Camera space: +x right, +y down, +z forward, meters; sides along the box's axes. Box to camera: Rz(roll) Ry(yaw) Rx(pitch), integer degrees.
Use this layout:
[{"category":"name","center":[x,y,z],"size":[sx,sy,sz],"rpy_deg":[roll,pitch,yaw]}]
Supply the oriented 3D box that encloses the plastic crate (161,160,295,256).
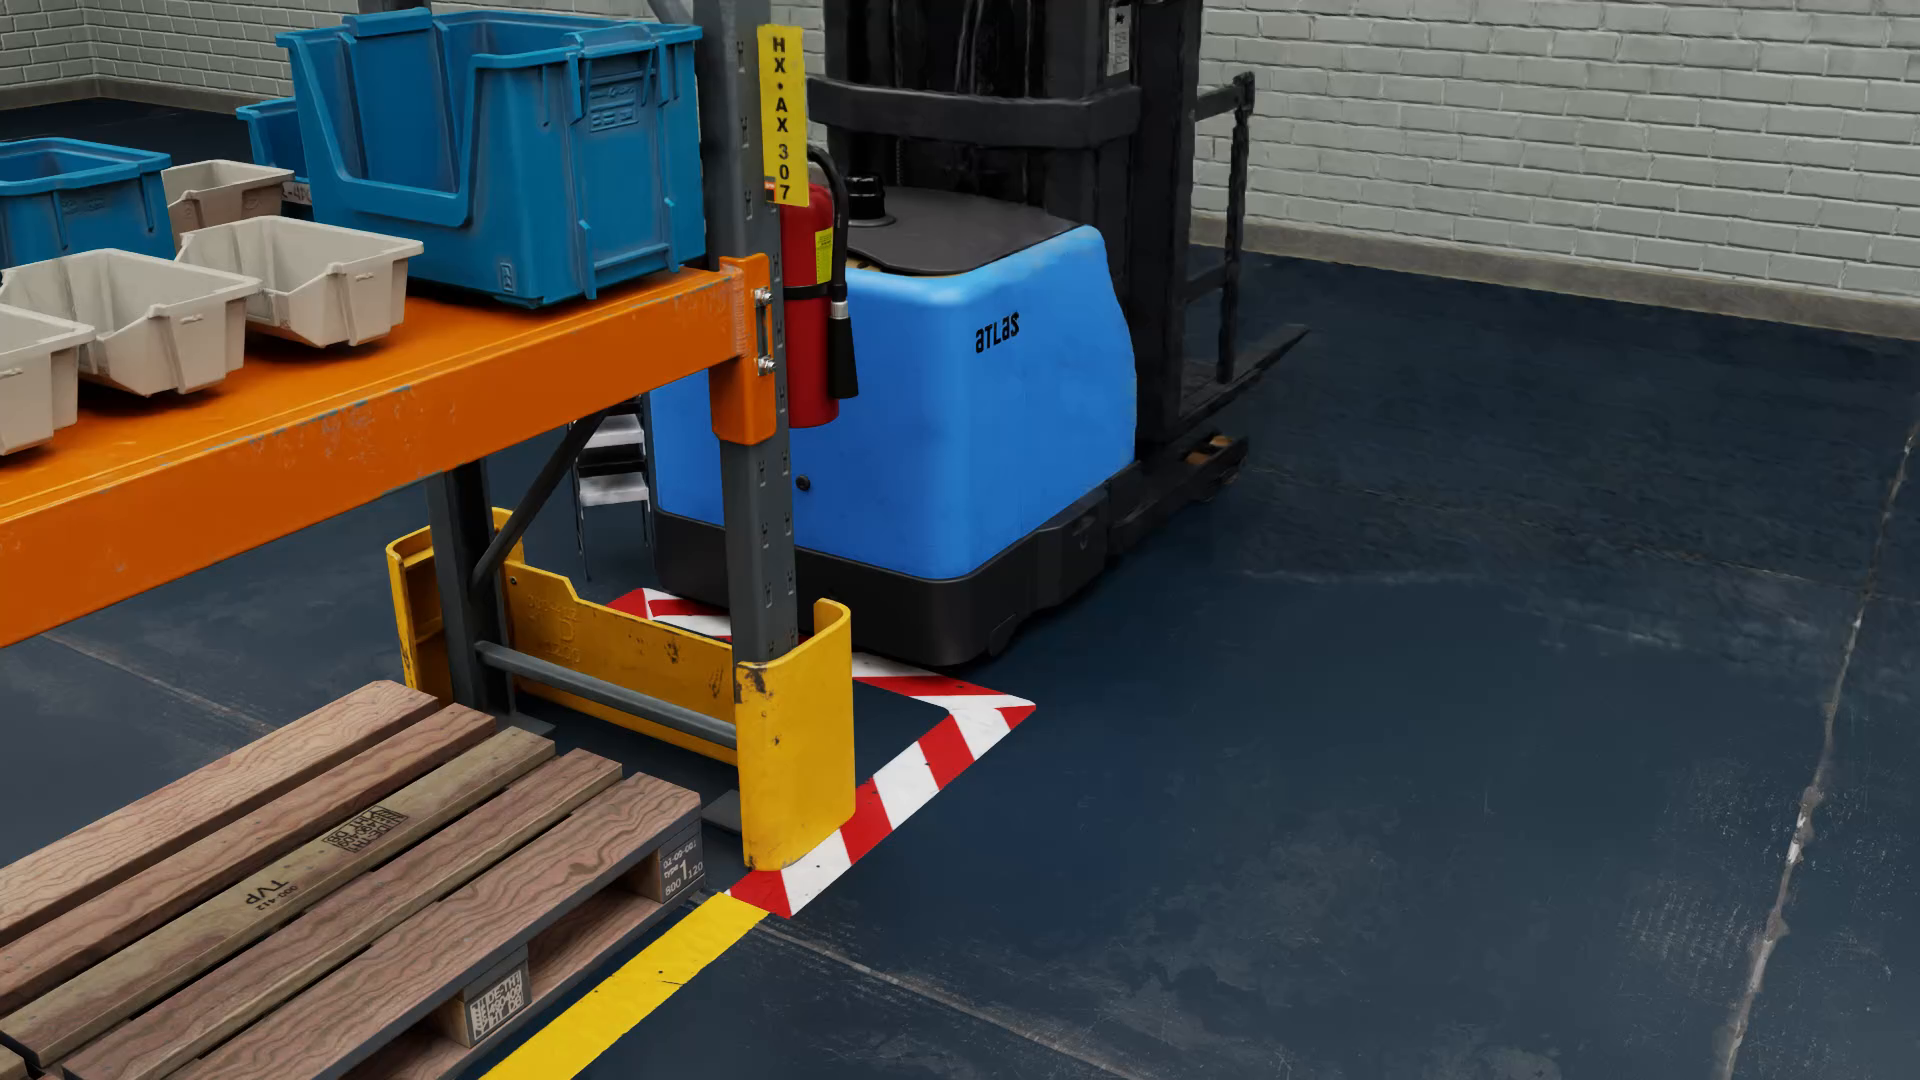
[{"category":"plastic crate","center":[-1.452,-0.621,3.165],"size":[0.250,0.136,0.298],"rpy_deg":[14,27,29]}]

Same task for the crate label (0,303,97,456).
[{"category":"crate label","center":[-1.370,-0.219,2.237],"size":[0.396,0.136,0.243],"rpy_deg":[14,27,29]}]

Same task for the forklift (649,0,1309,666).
[{"category":"forklift","center":[0.328,-1.558,5.159],"size":[1.130,2.935,3.031],"rpy_deg":[14,27,29]}]

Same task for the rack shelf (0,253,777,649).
[{"category":"rack shelf","center":[-1.858,0.186,1.951],"size":[1.077,0.370,4.000],"rpy_deg":[14,27,29]}]

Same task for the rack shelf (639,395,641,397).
[{"category":"rack shelf","center":[-1.053,-0.485,4.868],"size":[0.200,0.077,0.258],"rpy_deg":[-7,24,-16]}]

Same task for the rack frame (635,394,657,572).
[{"category":"rack frame","center":[-0.956,-0.362,4.953],"size":[0.006,0.900,0.240],"rpy_deg":[-7,24,-16]}]

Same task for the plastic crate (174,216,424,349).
[{"category":"plastic crate","center":[-1.079,-0.413,2.685],"size":[0.396,0.136,0.243],"rpy_deg":[14,27,29]}]

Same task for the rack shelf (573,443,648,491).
[{"category":"rack shelf","center":[-1.053,-0.237,4.975],"size":[0.200,0.077,0.258],"rpy_deg":[-7,24,-16]}]

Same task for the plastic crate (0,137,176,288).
[{"category":"plastic crate","center":[-1.560,-0.534,2.843],"size":[0.416,0.233,0.300],"rpy_deg":[14,27,29]}]

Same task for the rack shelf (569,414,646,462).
[{"category":"rack shelf","center":[-1.053,-0.319,4.939],"size":[0.200,0.077,0.258],"rpy_deg":[-7,24,-16]}]

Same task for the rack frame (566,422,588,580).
[{"category":"rack frame","center":[-1.150,-0.338,4.898],"size":[0.006,0.900,0.240],"rpy_deg":[-7,24,-16]}]

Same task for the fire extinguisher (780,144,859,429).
[{"category":"fire extinguisher","center":[-0.337,-0.569,3.355],"size":[0.296,0.674,0.183],"rpy_deg":[14,27,29]}]

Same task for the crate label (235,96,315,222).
[{"category":"crate label","center":[-1.213,-0.756,3.356],"size":[0.416,0.233,0.303],"rpy_deg":[14,27,29]}]

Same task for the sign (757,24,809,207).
[{"category":"sign","center":[-0.327,-0.785,3.082],"size":[0.100,0.325,0.005],"rpy_deg":[14,27,29]}]

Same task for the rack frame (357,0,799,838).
[{"category":"rack frame","center":[-0.803,-0.820,3.368],"size":[1.000,3.000,0.127],"rpy_deg":[14,27,29]}]

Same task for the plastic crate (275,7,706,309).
[{"category":"plastic crate","center":[-0.821,-0.711,2.997],"size":[0.616,0.435,0.499],"rpy_deg":[14,27,29]}]

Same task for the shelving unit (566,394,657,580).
[{"category":"shelving unit","center":[-1.053,-0.350,4.926],"size":[0.210,0.900,0.258],"rpy_deg":[-7,24,-16]}]

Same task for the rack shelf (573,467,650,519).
[{"category":"rack shelf","center":[-1.053,-0.154,5.011],"size":[0.200,0.077,0.258],"rpy_deg":[-7,24,-16]}]

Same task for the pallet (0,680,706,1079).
[{"category":"pallet","center":[-1.271,0.730,3.297],"size":[1.003,0.211,1.213],"rpy_deg":[14,27,29]}]

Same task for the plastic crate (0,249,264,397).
[{"category":"plastic crate","center":[-1.244,-0.318,2.466],"size":[0.396,0.136,0.243],"rpy_deg":[14,27,29]}]

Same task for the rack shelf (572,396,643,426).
[{"category":"rack shelf","center":[-1.053,-0.402,4.903],"size":[0.200,0.077,0.258],"rpy_deg":[-7,24,-16]}]

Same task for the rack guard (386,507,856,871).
[{"category":"rack guard","center":[-0.801,0.317,3.889],"size":[1.175,0.500,0.348],"rpy_deg":[14,27,29]}]
